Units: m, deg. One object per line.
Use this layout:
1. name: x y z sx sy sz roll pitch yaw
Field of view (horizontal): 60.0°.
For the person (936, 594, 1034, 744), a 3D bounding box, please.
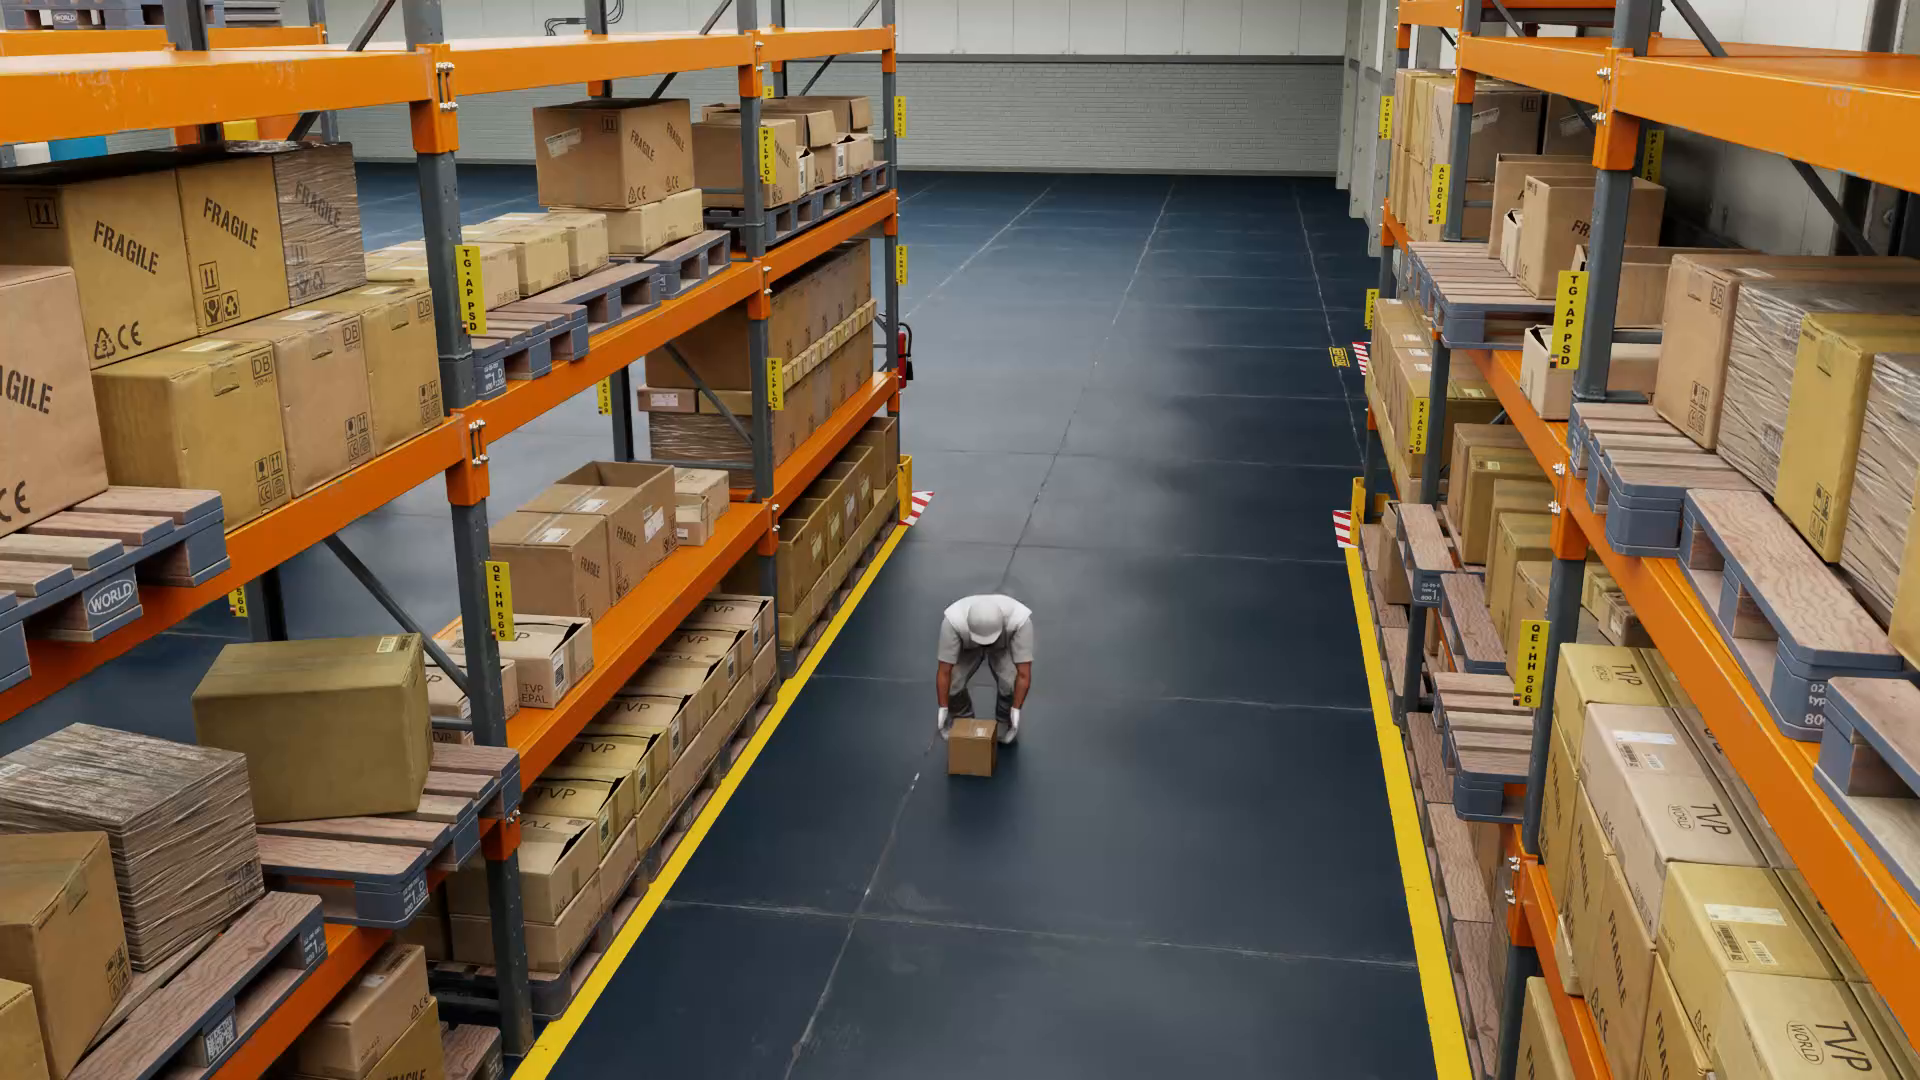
1. person: 0.172 0.731 9.961 0.584 1.038 0.895 3 18 9
